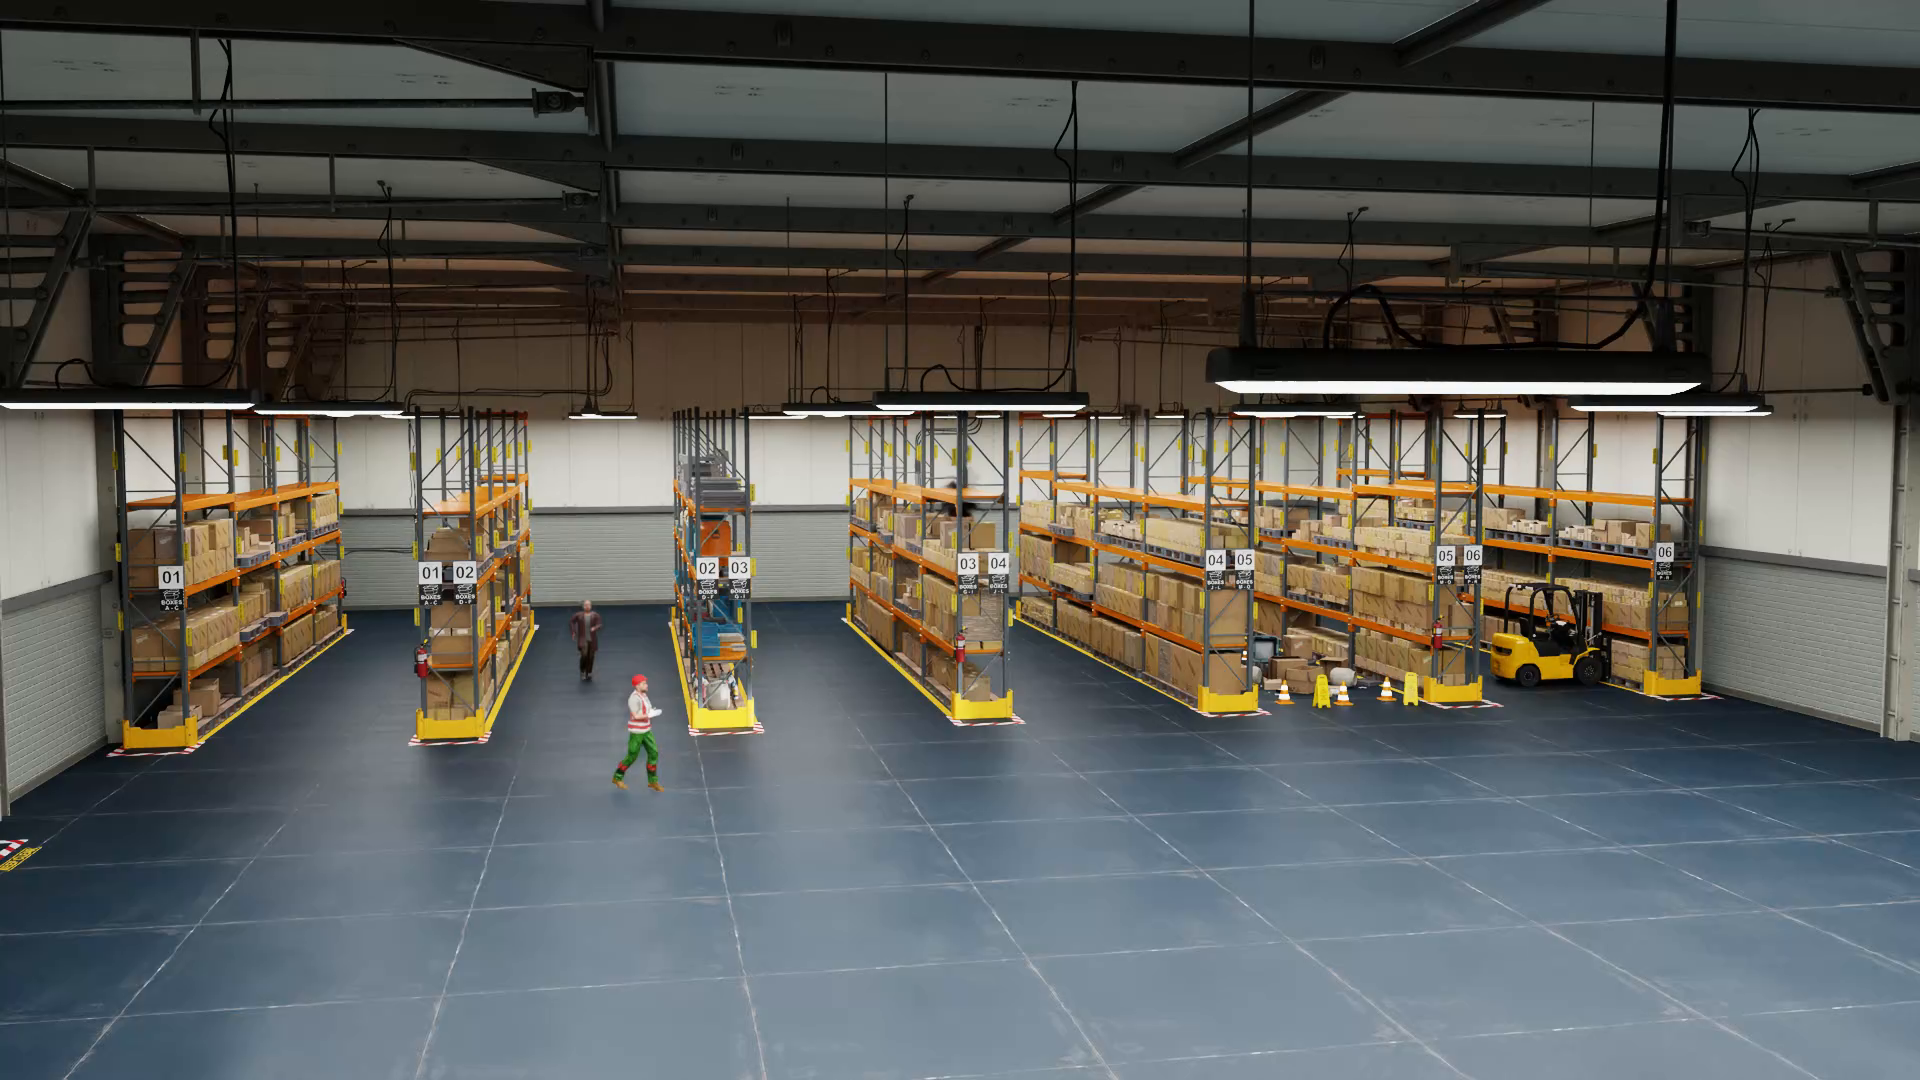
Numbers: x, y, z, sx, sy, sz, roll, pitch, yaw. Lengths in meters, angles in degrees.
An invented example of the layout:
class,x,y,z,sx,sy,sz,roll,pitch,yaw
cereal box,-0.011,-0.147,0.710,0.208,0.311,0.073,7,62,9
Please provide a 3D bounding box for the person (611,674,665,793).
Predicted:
class,x,y,z,sx,sy,sz,roll,pitch,yaw
person,-4.976,2.990,25.661,0.836,1.846,0.661,1,4,13

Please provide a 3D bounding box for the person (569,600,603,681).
class,x,y,z,sx,sy,sz,roll,pitch,yaw
person,-8.241,2.228,36.767,0.683,1.783,0.748,-2,4,-22

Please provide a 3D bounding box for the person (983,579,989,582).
class,x,y,z,sx,sy,sz,roll,pitch,yaw
person,0.912,1.584,45.756,0.695,1.825,0.916,0,4,0
